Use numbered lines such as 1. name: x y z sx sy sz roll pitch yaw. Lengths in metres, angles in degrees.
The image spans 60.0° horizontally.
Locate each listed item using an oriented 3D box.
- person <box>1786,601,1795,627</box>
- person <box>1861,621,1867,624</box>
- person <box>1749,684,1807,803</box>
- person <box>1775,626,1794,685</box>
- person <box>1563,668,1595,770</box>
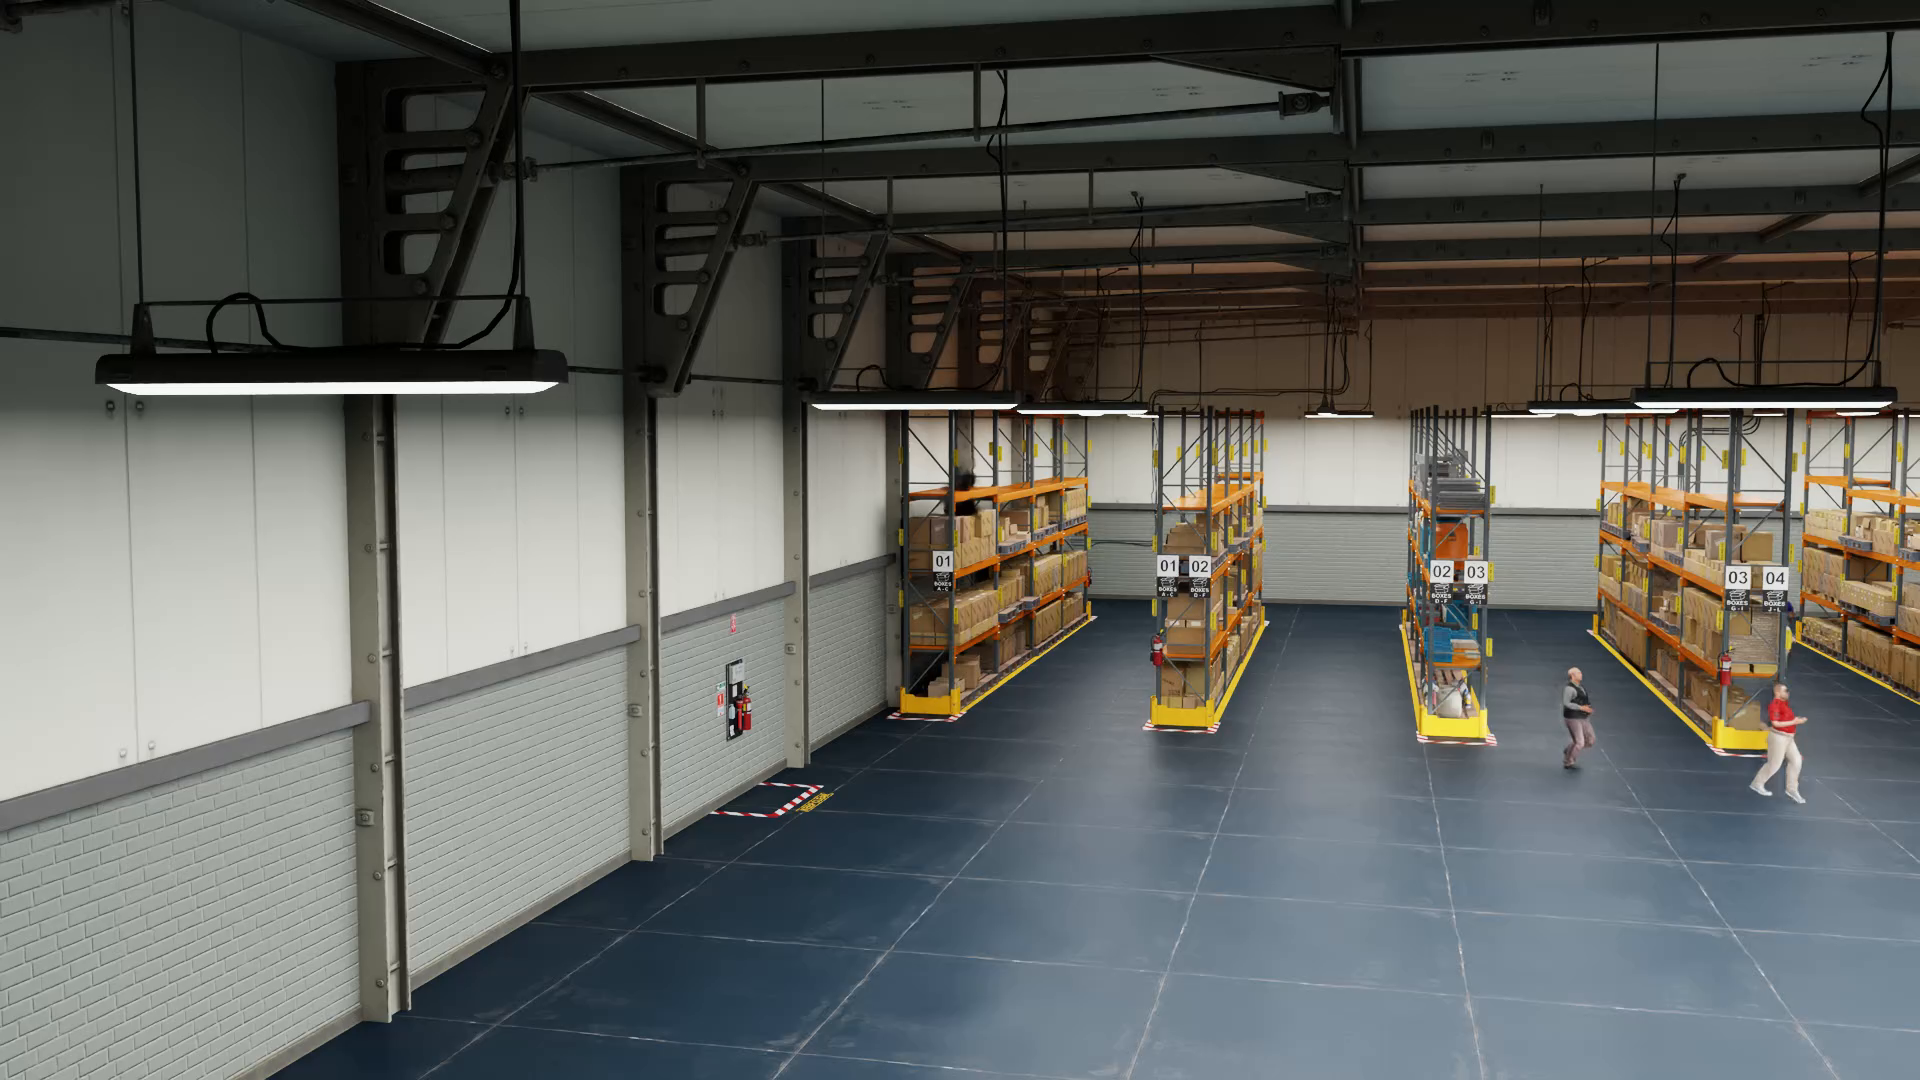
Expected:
1. person: 19.823 2.053 40.141 0.583 1.632 0.696 1 4 16
2. person: 24.199 1.654 44.207 0.743 1.842 0.633 1 4 14
3. person: 12.353 3.062 25.064 0.645 1.789 0.768 -4 6 -45
4. person: 17.327 2.373 35.214 0.579 1.651 0.790 1 4 13
5. person: 10.132 2.926 27.185 0.583 1.675 0.651 4 6 44
